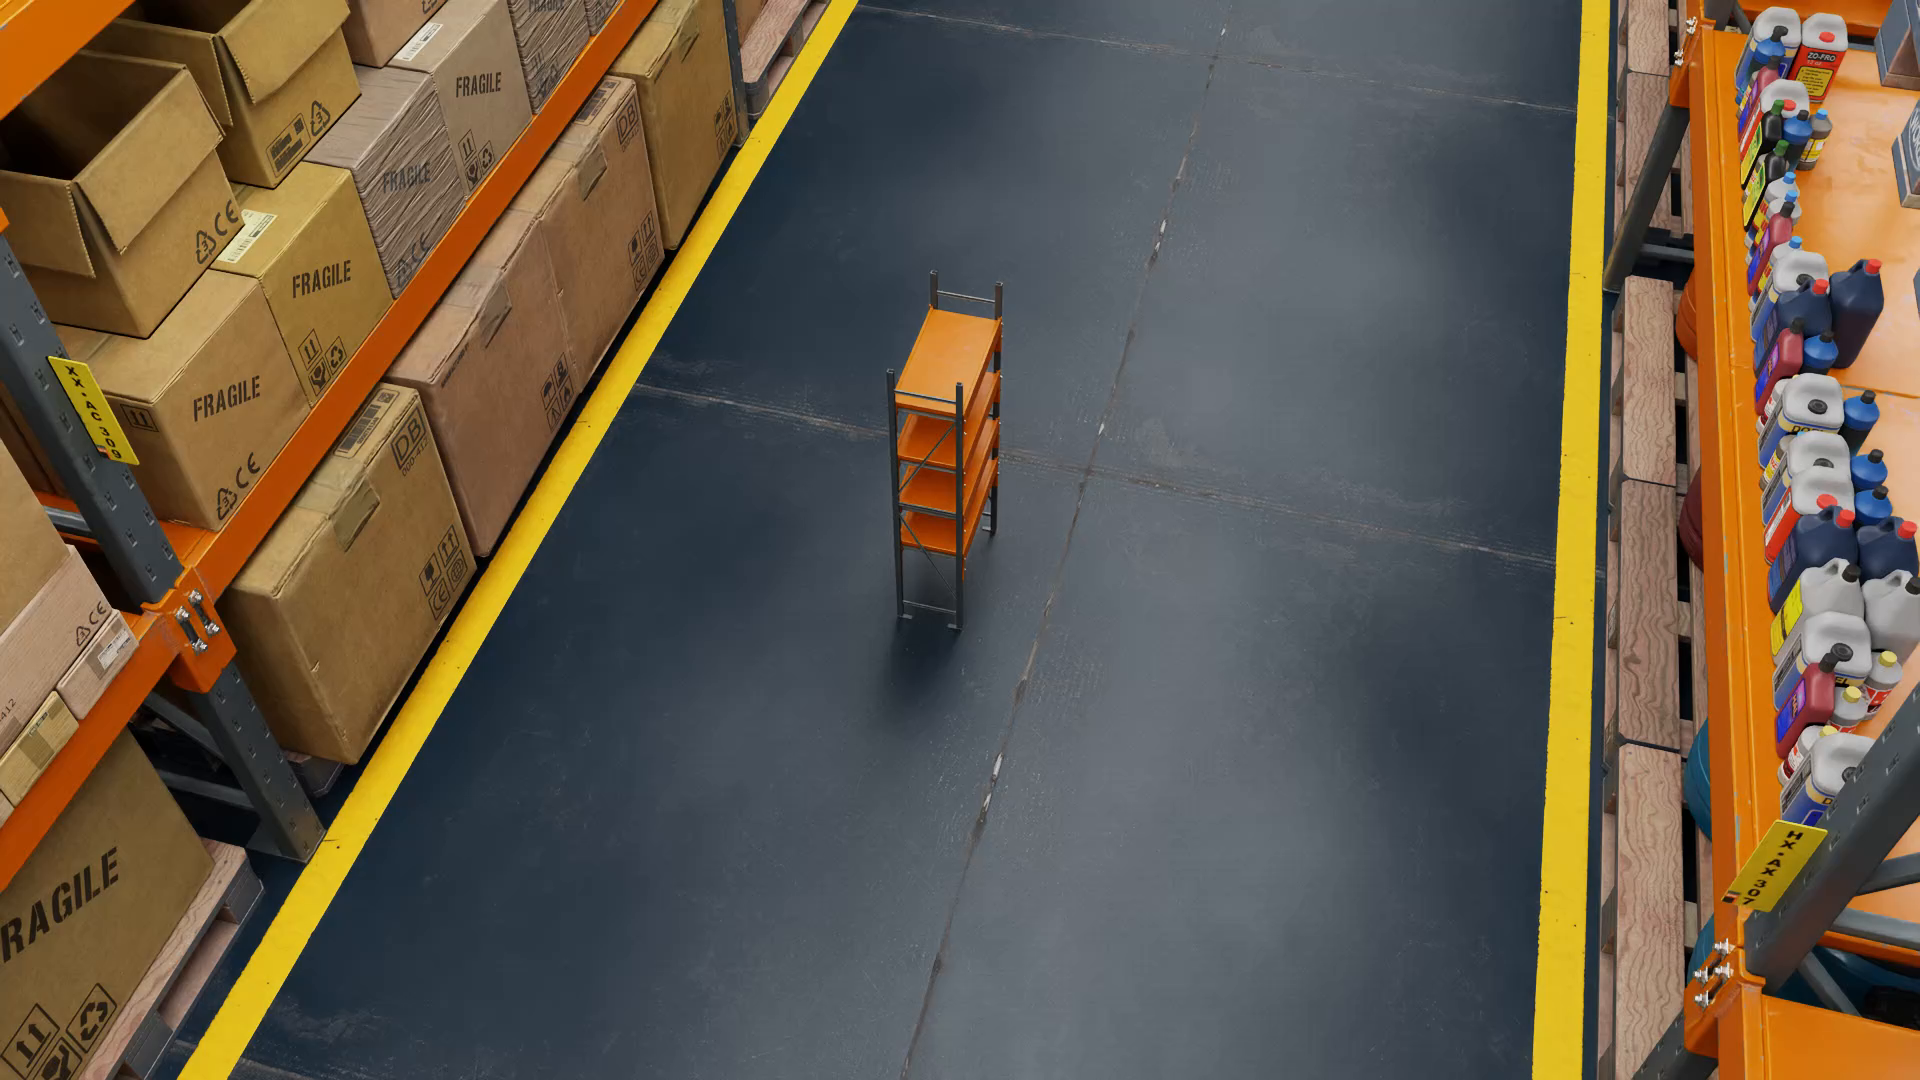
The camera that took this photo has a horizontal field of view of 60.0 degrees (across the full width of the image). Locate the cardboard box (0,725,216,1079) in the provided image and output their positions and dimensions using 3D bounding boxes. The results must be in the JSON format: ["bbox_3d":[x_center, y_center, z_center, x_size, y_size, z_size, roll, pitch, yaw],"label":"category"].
[{"bbox_3d":[-2.807,0.932,4.564,0.875,0.875,0.875,12,50,10],"label":"cardboard box"}]

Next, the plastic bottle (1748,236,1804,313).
[{"bbox_3d":[2.489,-0.804,5.045,0.097,0.271,0.097,0,49,0],"label":"plastic bottle"}]

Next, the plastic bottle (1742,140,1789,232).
[{"bbox_3d":[2.588,-1.133,5.327,0.061,0.283,0.133,12,50,10],"label":"plastic bottle"}]

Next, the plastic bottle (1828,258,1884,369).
[{"bbox_3d":[2.621,-0.694,4.895,0.144,0.351,0.185,12,50,10],"label":"plastic bottle"}]

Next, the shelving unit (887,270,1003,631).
[{"bbox_3d":[-0.044,-0.277,5.694,0.258,1.200,0.503,12,50,10],"label":"shelving unit"}]

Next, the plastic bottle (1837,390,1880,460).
[{"bbox_3d":[2.465,-0.306,4.605,0.097,0.271,0.097,0,49,0],"label":"plastic bottle"}]

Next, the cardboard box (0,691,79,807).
[{"bbox_3d":[-2.388,0.461,4.010,0.380,0.149,0.250,12,50,11],"label":"cardboard box"}]

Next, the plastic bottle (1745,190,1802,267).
[{"bbox_3d":[2.549,-0.971,5.192,0.097,0.271,0.097,0,49,0],"label":"plastic bottle"}]

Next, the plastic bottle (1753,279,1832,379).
[{"bbox_3d":[2.439,-0.627,4.835,0.144,0.351,0.185,12,50,10],"label":"plastic bottle"}]

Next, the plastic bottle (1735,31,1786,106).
[{"bbox_3d":[2.793,-1.640,5.782,0.097,0.271,0.097,0,49,0],"label":"plastic bottle"}]

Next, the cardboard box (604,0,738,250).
[{"bbox_3d":[-1.705,-1.928,7.088,1.225,0.875,0.875,9,49,8],"label":"cardboard box"}]

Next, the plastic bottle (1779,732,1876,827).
[{"bbox_3d":[2.014,0.575,3.824,0.152,0.276,0.135,12,50,10],"label":"plastic bottle"}]

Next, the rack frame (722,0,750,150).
[{"bbox_3d":[-1.503,-2.987,6.886,1.000,3.000,0.127,12,50,10],"label":"rack frame"}]

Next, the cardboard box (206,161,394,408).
[{"bbox_3d":[-2.062,-0.774,4.866,0.500,0.500,0.500,12,50,10],"label":"cardboard box"}]

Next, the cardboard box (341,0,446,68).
[{"bbox_3d":[-2.055,-1.870,5.164,0.797,0.503,0.637,13,50,11],"label":"cardboard box"}]

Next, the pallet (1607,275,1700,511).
[{"bbox_3d":[3.108,-0.509,6.558,1.003,0.211,1.213,12,50,10],"label":"pallet"}]

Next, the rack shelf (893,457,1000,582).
[{"bbox_3d":[-0.044,-0.101,5.894,0.258,0.148,0.480,12,50,10],"label":"rack shelf"}]

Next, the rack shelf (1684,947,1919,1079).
[{"bbox_3d":[1.696,2.568,2.463,1.077,0.370,4.000,12,50,10],"label":"rack shelf"}]

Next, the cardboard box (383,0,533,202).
[{"bbox_3d":[-1.799,-1.511,5.516,0.500,0.500,0.500,12,50,11],"label":"cardboard box"}]

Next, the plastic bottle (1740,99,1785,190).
[{"bbox_3d":[2.649,-1.300,5.474,0.061,0.283,0.133,12,50,10],"label":"plastic bottle"}]

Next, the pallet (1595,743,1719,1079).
[{"bbox_3d":[2.466,1.256,5.001,1.003,0.211,1.213,12,50,10],"label":"pallet"}]

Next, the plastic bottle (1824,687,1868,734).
[{"bbox_3d":[2.112,0.426,4.006,0.097,0.201,0.097,0,49,0],"label":"plastic bottle"}]

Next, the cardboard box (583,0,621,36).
[{"bbox_3d":[-1.531,-2.255,6.173,0.500,0.500,0.500,11,50,10],"label":"cardboard box"}]

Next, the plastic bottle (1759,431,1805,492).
[{"bbox_3d":[2.283,-0.216,4.572,0.097,0.201,0.097,0,49,0],"label":"plastic bottle"}]

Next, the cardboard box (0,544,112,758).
[{"bbox_3d":[-2.419,0.228,3.950,0.500,0.250,0.500,11,49,9],"label":"cardboard box"}]

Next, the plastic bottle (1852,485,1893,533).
[{"bbox_3d":[2.369,-0.041,4.371,0.097,0.271,0.097,0,49,0],"label":"plastic bottle"}]

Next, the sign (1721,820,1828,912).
[{"bbox_3d":[1.692,0.682,3.463,0.100,0.325,0.005,12,50,10],"label":"sign"}]

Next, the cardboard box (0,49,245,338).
[{"bbox_3d":[-2.396,-0.923,4.328,0.797,0.503,0.637,10,49,9],"label":"cardboard box"}]

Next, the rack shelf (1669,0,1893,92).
[{"bbox_3d":[3.802,-3.219,7.570,1.077,0.370,4.000,12,50,10],"label":"rack shelf"}]

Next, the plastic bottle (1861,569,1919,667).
[{"bbox_3d":[2.288,0.199,4.107,0.144,0.351,0.185,12,50,10],"label":"plastic bottle"}]

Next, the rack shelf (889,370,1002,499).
[{"bbox_3d":[-0.044,-0.381,5.577,0.258,0.148,0.480,12,50,10],"label":"rack shelf"}]

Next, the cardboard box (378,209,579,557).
[{"bbox_3d":[-2.172,-0.643,5.954,1.225,0.875,0.875,10,49,9],"label":"cardboard box"}]

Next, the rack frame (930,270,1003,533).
[{"bbox_3d":[0.021,-0.454,5.850,0.240,1.200,0.015,12,50,10],"label":"rack frame"}]

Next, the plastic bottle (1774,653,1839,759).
[{"bbox_3d":[2.031,0.397,3.977,0.061,0.283,0.133,12,50,10],"label":"plastic bottle"}]

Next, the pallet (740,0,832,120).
[{"bbox_3d":[-1.296,-2.630,8.430,1.003,0.211,1.213,12,50,10],"label":"pallet"}]

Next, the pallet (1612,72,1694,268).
[{"bbox_3d":[3.517,-1.640,7.557,1.003,0.211,1.213,12,50,10],"label":"pallet"}]

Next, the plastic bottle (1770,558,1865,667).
[{"bbox_3d":[2.149,0.170,4.132,0.144,0.351,0.185,12,50,10],"label":"plastic bottle"}]

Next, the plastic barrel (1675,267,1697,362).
[{"bbox_3d":[3.163,-1.074,6.364,0.600,0.830,0.708,12,50,10],"label":"plastic barrel"}]

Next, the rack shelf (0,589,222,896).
[{"bbox_3d":[-3.082,1.591,3.325,1.077,0.370,4.000,12,50,10],"label":"rack shelf"}]

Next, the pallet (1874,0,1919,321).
[{"bbox_3d":[2.335,-0.633,2.933,1.213,0.211,1.003,12,50,10],"label":"pallet"}]

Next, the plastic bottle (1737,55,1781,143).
[{"bbox_3d":[2.719,-1.493,5.645,0.061,0.283,0.133,12,50,10],"label":"plastic bottle"}]

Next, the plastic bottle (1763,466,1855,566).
[{"bbox_3d":[2.243,-0.054,4.379,0.152,0.276,0.135,12,50,10],"label":"plastic bottle"}]

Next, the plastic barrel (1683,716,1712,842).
[{"bbox_3d":[2.569,0.536,4.895,0.600,0.901,0.708,12,50,10],"label":"plastic barrel"}]

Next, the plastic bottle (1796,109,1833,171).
[{"bbox_3d":[2.853,-1.349,5.573,0.097,0.201,0.097,0,49,0],"label":"plastic bottle"}]

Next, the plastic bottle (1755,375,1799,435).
[{"bbox_3d":[2.344,-0.383,4.720,0.097,0.201,0.097,0,49,0],"label":"plastic bottle"}]
